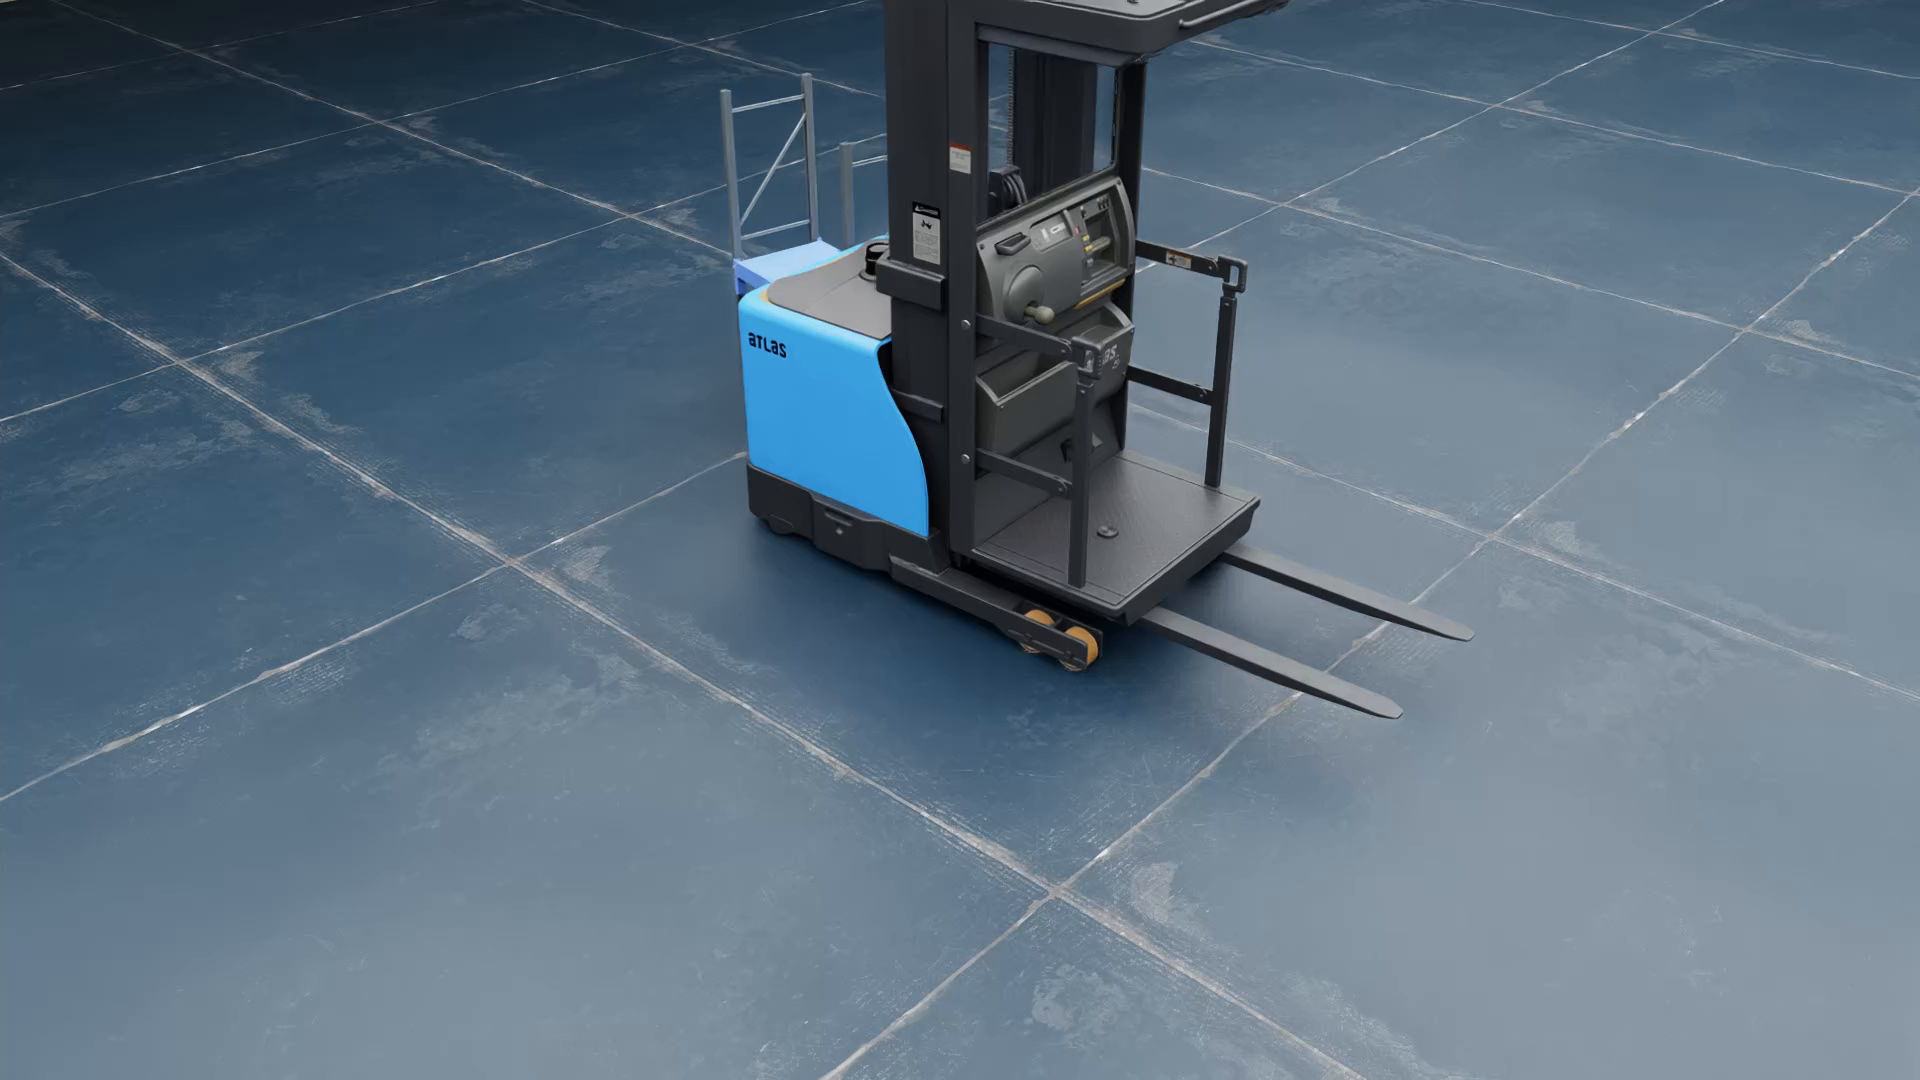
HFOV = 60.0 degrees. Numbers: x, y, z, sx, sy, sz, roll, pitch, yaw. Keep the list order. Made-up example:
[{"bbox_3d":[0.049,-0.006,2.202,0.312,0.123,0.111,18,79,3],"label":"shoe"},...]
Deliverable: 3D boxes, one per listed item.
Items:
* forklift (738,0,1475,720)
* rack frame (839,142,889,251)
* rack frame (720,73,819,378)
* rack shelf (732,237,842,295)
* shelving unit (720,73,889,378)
[{"bbox_3d":[0.538,-1.062,6.172,3.031,2.935,1.130,22,37,32],"label":"forklift"},{"bbox_3d":[-0.314,-1.145,7.698,0.500,1.500,0.032,-22,37,-31],"label":"rack frame"},{"bbox_3d":[-0.933,-1.561,8.389,0.500,1.500,0.032,-22,37,-31],"label":"rack frame"},{"bbox_3d":[-0.624,-1.199,8.137,0.538,0.185,1.000,-22,37,-31],"label":"rack shelf"},{"bbox_3d":[-0.624,-1.353,8.044,0.538,1.500,1.048,-22,37,-31],"label":"shelving unit"}]
